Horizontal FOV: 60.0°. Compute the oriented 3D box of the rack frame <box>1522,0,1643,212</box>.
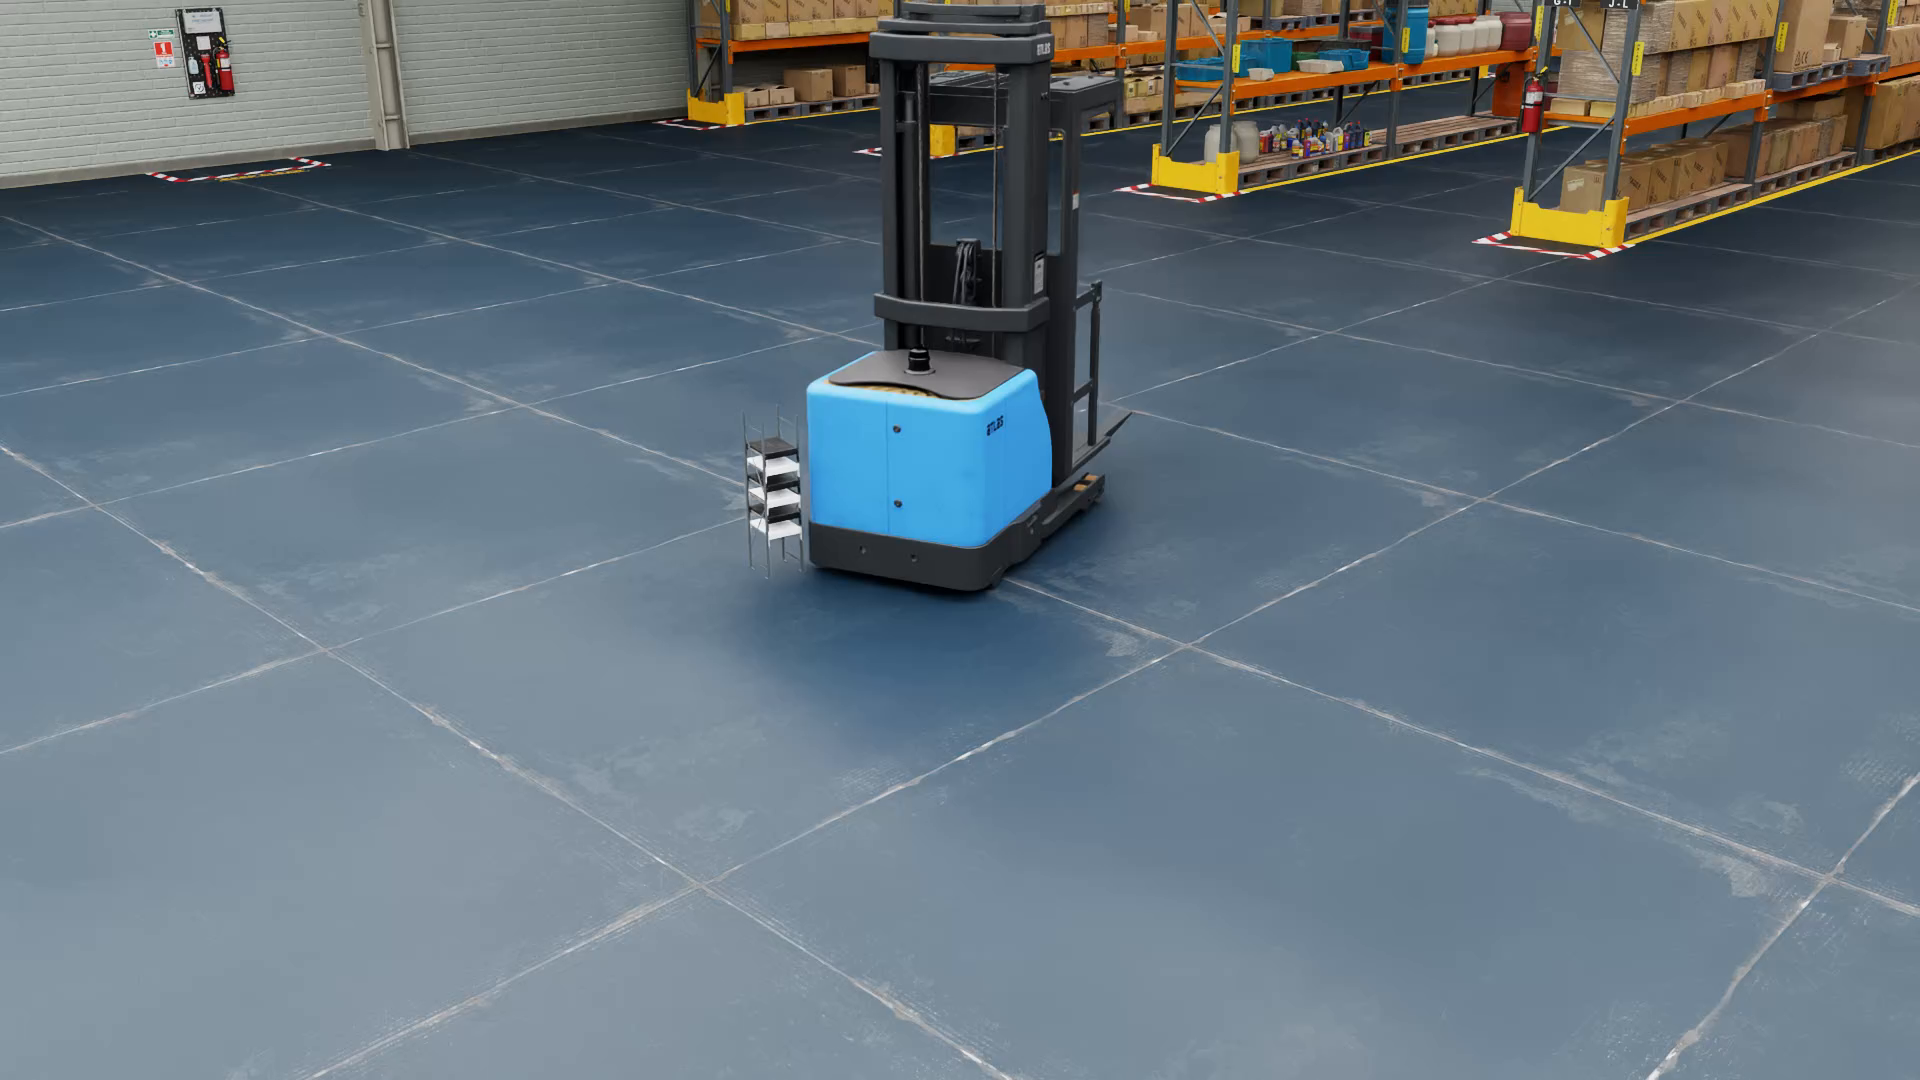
[{"bbox_3d":[6.529,-4.650,17.492,1.000,3.000,0.127,19,28,41],"label":"rack frame"}]

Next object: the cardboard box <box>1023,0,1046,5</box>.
[{"bbox_3d":[0.869,-8.308,25.062,0.700,0.500,0.500,19,28,41],"label":"cardboard box"}]

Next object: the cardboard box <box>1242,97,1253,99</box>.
[{"bbox_3d":[4.822,-7.903,29.203,0.500,0.250,0.500,-19,28,-41],"label":"cardboard box"}]

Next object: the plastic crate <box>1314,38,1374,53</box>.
[{"bbox_3d":[5.314,-6.786,23.137,0.767,0.338,0.504,19,28,41],"label":"plastic crate"}]

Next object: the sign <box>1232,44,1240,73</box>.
[{"bbox_3d":[3.371,-5.880,20.307,0.100,0.325,0.005,19,28,41],"label":"sign"}]

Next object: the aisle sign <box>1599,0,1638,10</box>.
[{"bbox_3d":[6.701,-5.773,16.789,0.394,0.787,0.004,19,28,41],"label":"aisle sign"}]

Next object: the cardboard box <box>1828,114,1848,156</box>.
[{"bbox_3d":[11.657,-5.568,22.751,0.700,0.500,0.500,17,27,38],"label":"cardboard box"}]

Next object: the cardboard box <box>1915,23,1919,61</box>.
[{"bbox_3d":[13.707,-7.204,23.997,0.500,0.500,0.500,19,28,41],"label":"cardboard box"}]

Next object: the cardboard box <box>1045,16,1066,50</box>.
[{"bbox_3d":[1.203,-7.825,25.612,0.500,0.500,0.700,-20,28,-41],"label":"cardboard box"}]

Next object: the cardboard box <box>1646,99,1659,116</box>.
[{"bbox_3d":[7.272,-4.667,17.885,0.380,0.149,0.250,19,28,41],"label":"cardboard box"}]

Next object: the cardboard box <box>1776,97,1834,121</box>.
[{"bbox_3d":[11.301,-5.777,22.249,0.500,0.250,0.500,-16,26,-36],"label":"cardboard box"}]

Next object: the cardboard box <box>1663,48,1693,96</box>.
[{"bbox_3d":[7.575,-5.247,18.490,0.875,0.500,0.500,19,28,41],"label":"cardboard box"}]

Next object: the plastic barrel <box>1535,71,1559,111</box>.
[{"bbox_3d":[9.678,-7.437,27.519,0.600,0.588,0.708,19,28,41],"label":"plastic barrel"}]

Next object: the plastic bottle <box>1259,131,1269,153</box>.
[{"bbox_3d":[4.143,-5.464,22.792,0.152,0.276,0.135,20,28,41],"label":"plastic bottle"}]

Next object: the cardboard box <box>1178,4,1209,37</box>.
[{"bbox_3d":[3.856,-8.798,28.145,0.500,0.500,0.500,17,27,38],"label":"cardboard box"}]

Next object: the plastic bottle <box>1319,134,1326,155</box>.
[{"bbox_3d":[4.918,-5.376,22.569,0.097,0.271,0.097,0,21,0],"label":"plastic bottle"}]

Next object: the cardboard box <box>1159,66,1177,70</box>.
[{"bbox_3d":[3.721,-8.033,28.758,0.500,0.311,0.500,18,28,39],"label":"cardboard box"}]

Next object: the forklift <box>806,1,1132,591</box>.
[{"bbox_3d":[0.240,-1.595,9.638,1.130,2.935,3.031,9,23,22],"label":"forklift"}]

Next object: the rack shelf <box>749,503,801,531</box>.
[{"bbox_3d":[-1.009,-0.139,9.025,0.200,0.077,0.258,-13,25,-31],"label":"rack shelf"}]

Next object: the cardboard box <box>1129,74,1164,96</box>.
[{"bbox_3d":[3.044,-7.504,27.384,0.500,0.311,0.500,19,28,40],"label":"cardboard box"}]

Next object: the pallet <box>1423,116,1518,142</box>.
[{"bbox_3d":[7.993,-6.455,26.075,1.003,0.211,1.213,19,28,41],"label":"pallet"}]

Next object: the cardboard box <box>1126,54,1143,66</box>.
[{"bbox_3d":[3.275,-10.218,34.389,0.750,0.750,0.750,-19,28,-40],"label":"cardboard box"}]

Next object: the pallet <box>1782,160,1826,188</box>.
[{"bbox_3d":[10.712,-4.893,22.009,1.003,0.211,1.213,19,28,41],"label":"pallet"}]

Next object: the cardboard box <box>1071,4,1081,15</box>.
[{"bbox_3d":[1.651,-8.186,25.648,0.380,0.149,0.250,19,28,41],"label":"cardboard box"}]

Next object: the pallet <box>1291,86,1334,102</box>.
[{"bbox_3d":[6.413,-8.380,31.083,1.003,0.211,1.213,19,28,41],"label":"pallet"}]

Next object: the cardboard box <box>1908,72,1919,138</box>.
[{"bbox_3d":[13.845,-6.540,24.785,1.225,0.875,0.875,18,27,39],"label":"cardboard box"}]

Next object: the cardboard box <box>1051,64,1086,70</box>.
[{"bbox_3d":[1.676,-7.381,26.798,0.500,0.500,0.500,19,28,41],"label":"cardboard box"}]

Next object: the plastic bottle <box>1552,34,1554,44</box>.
[{"bbox_3d":[9.356,-7.995,26.358,0.061,0.283,0.133,19,28,41],"label":"plastic bottle"}]

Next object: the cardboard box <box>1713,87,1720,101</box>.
[{"bbox_3d":[8.472,-5.124,19.074,0.380,0.149,0.250,19,28,41],"label":"cardboard box"}]

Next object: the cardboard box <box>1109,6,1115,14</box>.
[{"bbox_3d":[2.921,-10.742,33.663,0.380,0.149,0.250,19,28,41],"label":"cardboard box"}]

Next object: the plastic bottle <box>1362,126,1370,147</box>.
[{"bbox_3d":[5.671,-5.649,23.265,0.133,0.283,0.061,-18,28,-39],"label":"plastic bottle"}]

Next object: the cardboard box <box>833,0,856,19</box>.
[{"bbox_3d":[-2.139,-9.232,28.548,0.500,0.500,0.500,18,28,39],"label":"cardboard box"}]

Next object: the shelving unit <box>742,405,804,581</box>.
[{"bbox_3d":[-1.009,-0.254,8.981,0.210,0.900,0.258,-13,25,-31],"label":"shelving unit"}]

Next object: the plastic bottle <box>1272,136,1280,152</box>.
[{"bbox_3d":[4.342,-5.438,22.829,0.097,0.201,0.097,0,21,0],"label":"plastic bottle"}]

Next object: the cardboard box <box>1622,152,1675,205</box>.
[{"bbox_3d":[7.819,-4.154,19.101,0.500,0.500,0.500,-17,27,-37],"label":"cardboard box"}]

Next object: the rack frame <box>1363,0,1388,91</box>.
[{"bbox_3d":[7.805,-10.215,31.971,1.000,3.000,0.127,19,28,41],"label":"rack frame"}]

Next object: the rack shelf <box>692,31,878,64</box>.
[{"bbox_3d":[-2.723,-8.548,28.635,1.077,0.370,4.000,19,28,41],"label":"rack shelf"}]

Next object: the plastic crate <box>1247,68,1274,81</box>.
[{"bbox_3d":[3.835,-5.916,21.154,0.298,0.136,0.250,19,28,41],"label":"plastic crate"}]

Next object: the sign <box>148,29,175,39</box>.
[{"bbox_3d":[-10.637,-6.745,22.153,0.001,0.109,0.331,19,28,41],"label":"sign"}]

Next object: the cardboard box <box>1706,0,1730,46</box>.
[{"bbox_3d":[8.154,-5.761,18.436,0.500,0.500,0.500,19,28,41],"label":"cardboard box"}]

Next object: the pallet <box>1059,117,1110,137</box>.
[{"bbox_3d":[1.639,-6.663,26.616,1.003,0.211,1.213,19,28,41],"label":"pallet"}]

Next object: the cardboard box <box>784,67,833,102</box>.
[{"bbox_3d":[-2.626,-7.886,28.782,0.700,0.500,0.500,17,27,37],"label":"cardboard box"}]

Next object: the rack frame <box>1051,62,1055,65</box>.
[{"bbox_3d":[1.463,-10.426,32.519,1.000,3.000,0.127,19,28,41],"label":"rack frame"}]

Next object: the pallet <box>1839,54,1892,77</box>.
[{"bbox_3d":[11.689,-6.407,22.331,1.213,0.211,1.003,19,28,41],"label":"pallet"}]

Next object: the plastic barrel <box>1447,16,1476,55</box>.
[{"bbox_3d":[7.409,-7.472,24.645,0.433,0.535,0.433,0,21,0],"label":"plastic barrel"}]

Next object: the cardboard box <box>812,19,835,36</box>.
[{"bbox_3d":[-2.484,-8.751,28.342,0.500,0.250,0.500,20,28,41],"label":"cardboard box"}]

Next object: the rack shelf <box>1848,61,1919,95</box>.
[{"bbox_3d":[13.505,-6.885,24.309,1.077,0.370,4.000,19,28,41],"label":"rack shelf"}]

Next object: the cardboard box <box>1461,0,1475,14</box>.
[{"bbox_3d":[10.119,-10.973,33.802,0.500,0.500,0.500,20,28,41],"label":"cardboard box"}]

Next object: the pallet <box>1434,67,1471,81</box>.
[{"bbox_3d":[9.987,-9.717,34.562,1.003,0.211,1.213,19,28,41],"label":"pallet"}]
